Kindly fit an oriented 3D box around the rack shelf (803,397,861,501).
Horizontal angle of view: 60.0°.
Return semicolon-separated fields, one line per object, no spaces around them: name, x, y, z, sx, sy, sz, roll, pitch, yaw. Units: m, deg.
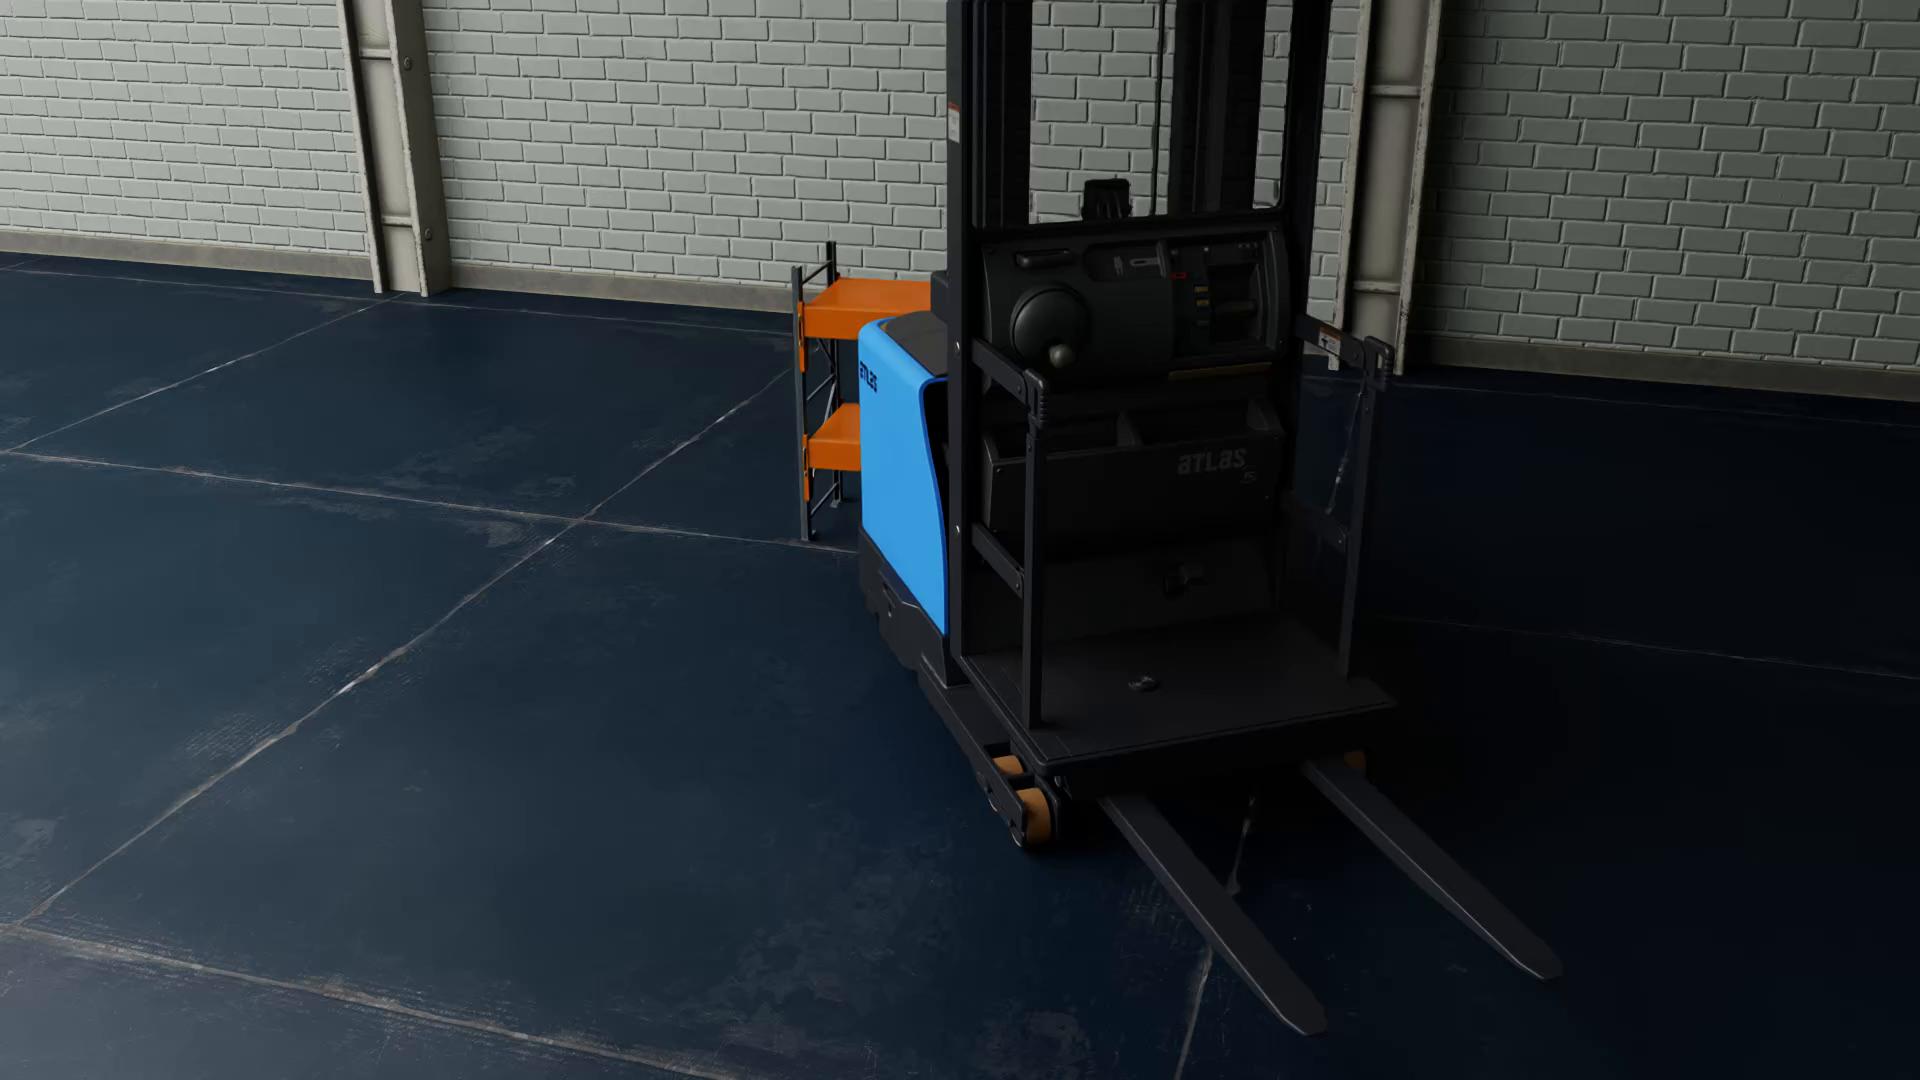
rack shelf;-0.079;-0.340;6.761;1.000;0.278;0.538;5;23;12

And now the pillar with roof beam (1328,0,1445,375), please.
pillar with roof beam;0.990;-3.559;3.589;0.400;9.000;9.100;7;23;16

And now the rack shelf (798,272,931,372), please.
rack shelf;-0.079;-0.837;6.558;1.000;0.278;0.538;5;23;12

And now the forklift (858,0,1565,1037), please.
forklift;0.579;-0.667;4.534;1.130;2.935;3.031;-7;23;-17

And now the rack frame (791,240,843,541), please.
rack frame;-0.575;-0.609;6.771;0.032;1.125;0.500;5;23;12

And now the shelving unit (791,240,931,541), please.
shelving unit;-0.079;-0.566;6.669;1.048;1.125;0.538;5;23;12

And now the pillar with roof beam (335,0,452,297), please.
pillar with roof beam;-4.754;-4.217;5.193;0.400;9.000;9.100;7;23;16
